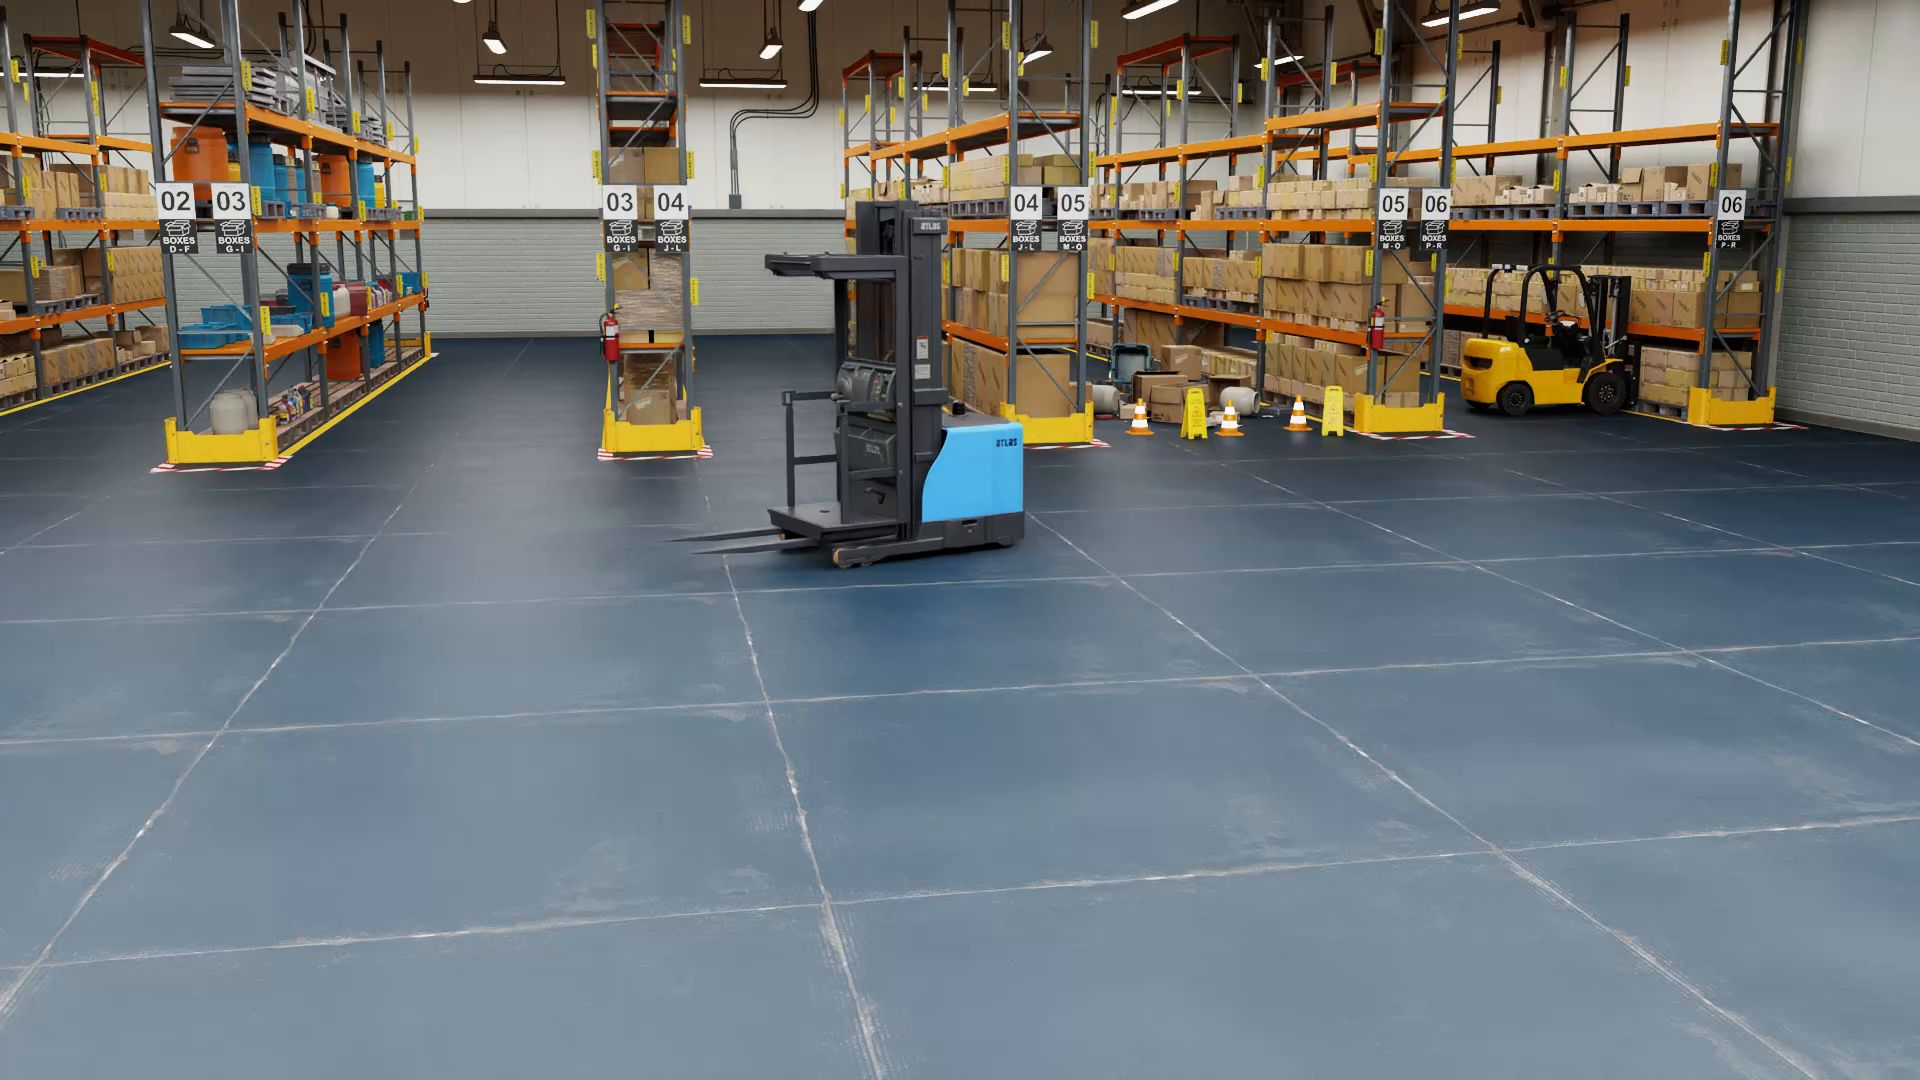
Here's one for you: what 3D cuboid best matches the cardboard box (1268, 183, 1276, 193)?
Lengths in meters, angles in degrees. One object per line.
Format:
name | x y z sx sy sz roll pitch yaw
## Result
cardboard box | 4.906 -5.350 25.301 0.380 0.149 0.250 -2 11 -12

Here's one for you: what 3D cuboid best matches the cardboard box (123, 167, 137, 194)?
cardboard box | -16.275 -6.897 31.944 0.700 0.500 0.500 -2 11 -11

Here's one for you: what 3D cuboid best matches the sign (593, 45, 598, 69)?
sign | -5.099 -6.780 23.330 0.100 0.325 0.005 -2 11 -11

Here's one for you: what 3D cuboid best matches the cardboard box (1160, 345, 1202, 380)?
cardboard box | 3.425 -2.752 25.792 0.500 0.500 0.500 -2 11 -11

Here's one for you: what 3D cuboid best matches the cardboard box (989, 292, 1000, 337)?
cardboard box | 0.862 -2.986 21.961 0.875 0.550 0.550 -2 11 -11

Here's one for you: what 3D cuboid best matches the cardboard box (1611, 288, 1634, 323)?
cardboard box | 10.158 -3.537 24.988 0.500 0.500 0.500 -2 11 -11

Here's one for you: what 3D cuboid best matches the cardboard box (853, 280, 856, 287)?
cardboard box | -1.976 -5.596 35.010 0.500 0.500 0.500 -2 11 -10

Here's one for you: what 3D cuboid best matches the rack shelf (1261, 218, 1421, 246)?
rack shelf | 5.554 -4.431 23.858 1.077 0.370 4.000 -2 11 -11

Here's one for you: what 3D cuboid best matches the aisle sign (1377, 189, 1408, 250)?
aisle sign | 5.671 -4.200 21.786 0.394 0.787 0.004 -2 11 -11

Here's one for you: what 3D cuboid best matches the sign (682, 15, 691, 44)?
sign | -3.245 -6.049 19.698 0.100 0.325 0.005 -2 11 -11

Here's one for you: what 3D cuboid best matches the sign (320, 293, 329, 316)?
sign | -8.872 -3.291 23.227 0.100 0.325 0.005 -2 11 -11

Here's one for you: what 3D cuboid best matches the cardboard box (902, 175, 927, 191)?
cardboard box | -0.782 -6.177 28.788 0.396 0.266 0.258 -2 11 -11

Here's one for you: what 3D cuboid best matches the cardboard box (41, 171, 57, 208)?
cardboard box | -15.542 -5.864 27.802 0.600 0.600 0.600 -3 11 -13

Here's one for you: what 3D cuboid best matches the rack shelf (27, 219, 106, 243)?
rack shelf | -15.440 -5.179 27.784 1.077 0.370 4.000 -2 11 -11

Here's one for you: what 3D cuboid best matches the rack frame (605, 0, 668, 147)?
rack frame | -4.552 -6.265 23.545 0.949 2.616 0.053 -2 11 -11

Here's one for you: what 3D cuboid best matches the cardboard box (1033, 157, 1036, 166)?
cardboard box | 1.158 -5.002 22.083 0.380 0.149 0.250 -2 11 -12

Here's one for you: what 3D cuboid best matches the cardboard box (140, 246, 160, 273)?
cardboard box | -16.152 -5.535 32.813 0.500 0.500 0.500 -2 11 -9

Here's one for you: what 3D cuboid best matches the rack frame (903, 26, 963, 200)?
rack frame | -0.449 -7.160 28.249 1.000 3.000 0.127 -2 11 -11

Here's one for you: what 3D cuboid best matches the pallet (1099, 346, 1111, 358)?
pallet | 3.538 -3.918 34.716 1.003 0.211 1.213 -2 11 -11

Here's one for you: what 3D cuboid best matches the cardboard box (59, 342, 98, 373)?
cardboard box | -15.267 -3.150 28.735 0.500 0.500 0.500 -2 11 -10

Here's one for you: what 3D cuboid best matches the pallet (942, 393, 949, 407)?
pallet | 0.105 -2.248 25.945 1.003 0.211 1.213 -2 11 -11

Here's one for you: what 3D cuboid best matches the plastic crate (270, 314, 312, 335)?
plastic crate | -8.932 -2.871 22.158 0.499 0.251 0.616 -2 11 -11

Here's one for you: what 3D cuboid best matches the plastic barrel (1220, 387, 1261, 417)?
plastic barrel | 4.056 -2.003 24.086 0.512 0.421 0.421 6 12 28

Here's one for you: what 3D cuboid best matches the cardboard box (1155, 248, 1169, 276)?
cardboard box | 3.922 -5.131 30.691 0.500 0.500 0.500 -2 11 -10

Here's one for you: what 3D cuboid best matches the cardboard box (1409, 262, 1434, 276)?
cardboard box | 8.757 -5.143 32.293 0.797 0.503 0.637 -2 11 -12

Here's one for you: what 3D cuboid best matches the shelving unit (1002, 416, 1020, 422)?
shelving unit | 0.376 -0.573 14.897 0.215 1.050 0.252 -7 13 -32

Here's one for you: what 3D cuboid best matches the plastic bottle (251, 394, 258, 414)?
plastic bottle | -9.517 -1.828 22.399 0.097 0.271 0.097 0 11 0

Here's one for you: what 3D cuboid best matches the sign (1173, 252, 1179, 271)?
sign | 3.843 -4.960 29.635 0.100 0.325 0.005 -2 11 -11

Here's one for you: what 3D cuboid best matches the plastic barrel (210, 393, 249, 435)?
plastic barrel | -8.839 -1.506 20.117 0.421 0.512 0.421 0 11 0

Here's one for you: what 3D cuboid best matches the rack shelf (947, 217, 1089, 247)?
rack shelf | 0.718 -4.233 22.815 1.077 0.370 4.000 -2 11 -11

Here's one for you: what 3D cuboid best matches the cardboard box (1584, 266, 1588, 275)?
cardboard box | 10.002 -4.213 26.010 0.380 0.149 0.250 -2 11 -12

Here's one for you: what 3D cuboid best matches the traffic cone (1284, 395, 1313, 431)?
traffic cone | 4.594 -1.730 22.549 0.336 0.463 0.334 -2 11 -11

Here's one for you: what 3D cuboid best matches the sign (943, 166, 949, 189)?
sign | -0.201 -5.340 24.484 0.100 0.325 0.005 -2 11 -11

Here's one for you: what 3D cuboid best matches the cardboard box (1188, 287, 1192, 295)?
cardboard box | 4.268 -4.428 29.488 0.380 0.149 0.250 -3 11 -14

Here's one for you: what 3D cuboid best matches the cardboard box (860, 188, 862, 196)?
cardboard box | -1.832 -7.072 33.804 0.380 0.149 0.250 -2 11 -11

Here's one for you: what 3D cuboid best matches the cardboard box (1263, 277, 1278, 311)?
cardboard box | 4.977 -3.782 25.484 0.500 0.500 0.500 -2 11 -11

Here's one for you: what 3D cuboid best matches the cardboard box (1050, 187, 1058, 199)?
cardboard box | 1.355 -4.426 21.187 0.380 0.149 0.250 -2 11 -11

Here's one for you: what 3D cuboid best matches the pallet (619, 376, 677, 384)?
pallet | -5.183 -2.538 27.467 1.003 0.211 1.213 -2 11 -11

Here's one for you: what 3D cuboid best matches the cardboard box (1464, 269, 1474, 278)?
cardboard box | 9.220 -4.749 29.622 0.380 0.149 0.250 -2 11 -10

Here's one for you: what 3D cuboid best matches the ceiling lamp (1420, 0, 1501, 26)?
ceiling lamp | 7.904 -9.569 25.290 0.800 3.185 2.000 -2 11 -11

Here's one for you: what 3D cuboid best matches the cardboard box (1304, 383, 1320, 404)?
cardboard box | 5.322 -2.129 24.093 0.500 0.250 0.500 -3 11 -13

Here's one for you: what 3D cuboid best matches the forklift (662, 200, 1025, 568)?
forklift | -0.965 -1.321 13.798 3.031 2.935 1.130 -7 13 -31

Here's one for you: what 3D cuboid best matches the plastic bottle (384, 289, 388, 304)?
plastic bottle | -10.486 -4.446 30.346 0.061 0.283 0.133 -2 11 -11

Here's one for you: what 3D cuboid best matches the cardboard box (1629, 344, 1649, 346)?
cardboard box | 10.112 -2.824 25.069 0.500 0.250 0.500 -2 11 -12

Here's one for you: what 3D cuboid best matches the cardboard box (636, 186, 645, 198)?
cardboard box | -4.073 -4.271 20.428 0.380 0.149 0.250 -2 11 -13

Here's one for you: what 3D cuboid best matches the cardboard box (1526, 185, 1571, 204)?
cardboard box | 9.654 -5.668 27.280 0.500 0.311 0.500 -2 11 -13

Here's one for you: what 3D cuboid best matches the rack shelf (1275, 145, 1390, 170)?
rack shelf | 8.088 -8.285 36.093 1.077 0.370 4.000 -2 11 -11

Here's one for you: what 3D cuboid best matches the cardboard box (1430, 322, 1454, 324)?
cardboard box | 9.346 -4.142 32.266 0.380 0.149 0.250 -3 11 -14

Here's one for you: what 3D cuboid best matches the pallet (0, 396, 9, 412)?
pallet | -14.696 -1.946 24.357 1.003 0.211 1.213 -2 11 -11

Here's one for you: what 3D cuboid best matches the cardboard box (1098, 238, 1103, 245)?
cardboard box | 3.103 -6.238 34.771 0.380 0.149 0.250 -2 11 -11

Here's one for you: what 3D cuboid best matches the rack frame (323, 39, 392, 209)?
rack frame | -10.970 -7.552 30.306 1.000 3.000 0.127 -2 11 -11

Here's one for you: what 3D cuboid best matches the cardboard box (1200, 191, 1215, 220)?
cardboard box | 4.562 -5.760 28.648 0.700 0.500 0.500 -2 11 -11
